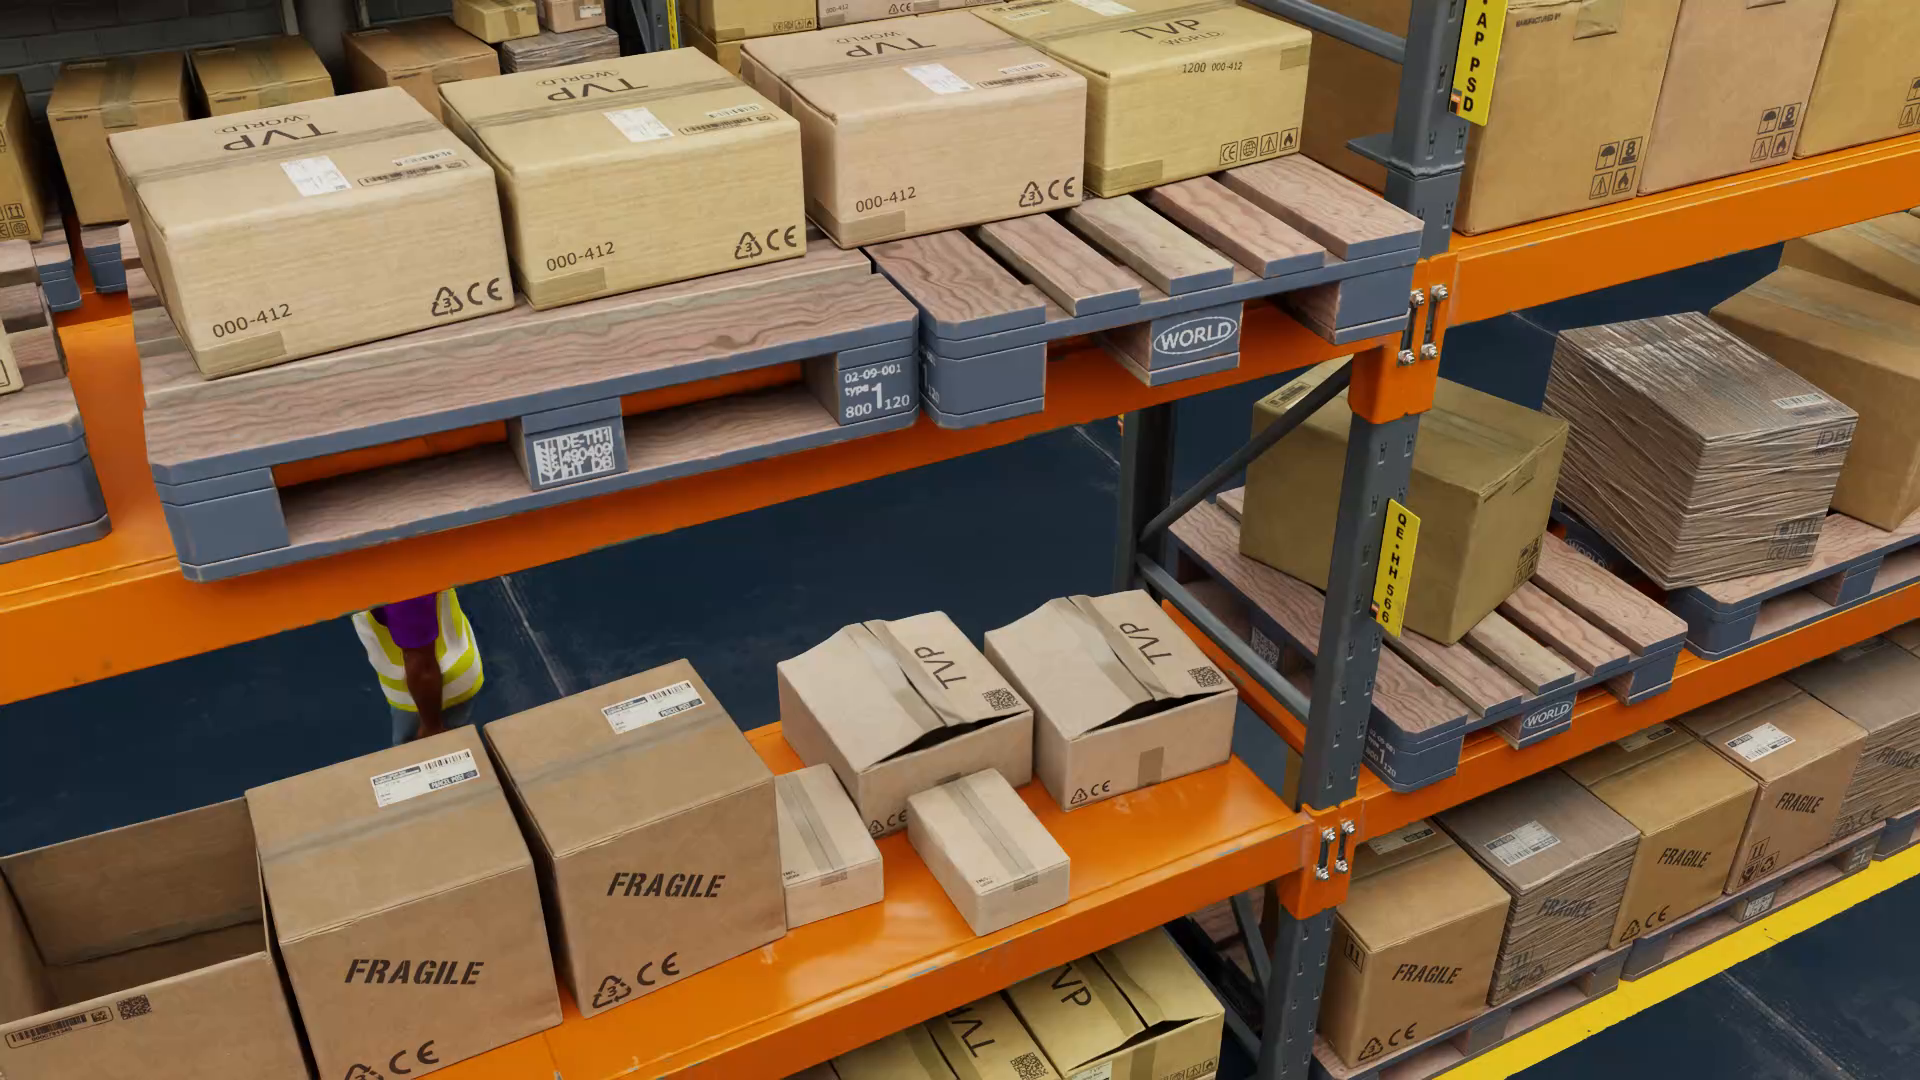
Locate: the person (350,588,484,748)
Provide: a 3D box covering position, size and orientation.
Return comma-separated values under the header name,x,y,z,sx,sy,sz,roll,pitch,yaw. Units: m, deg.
name,x,y,z,sx,sy,sz,roll,pitch,yaw
person,-1.659,0.433,5.413,0.615,1.752,0.597,-11,34,-17
